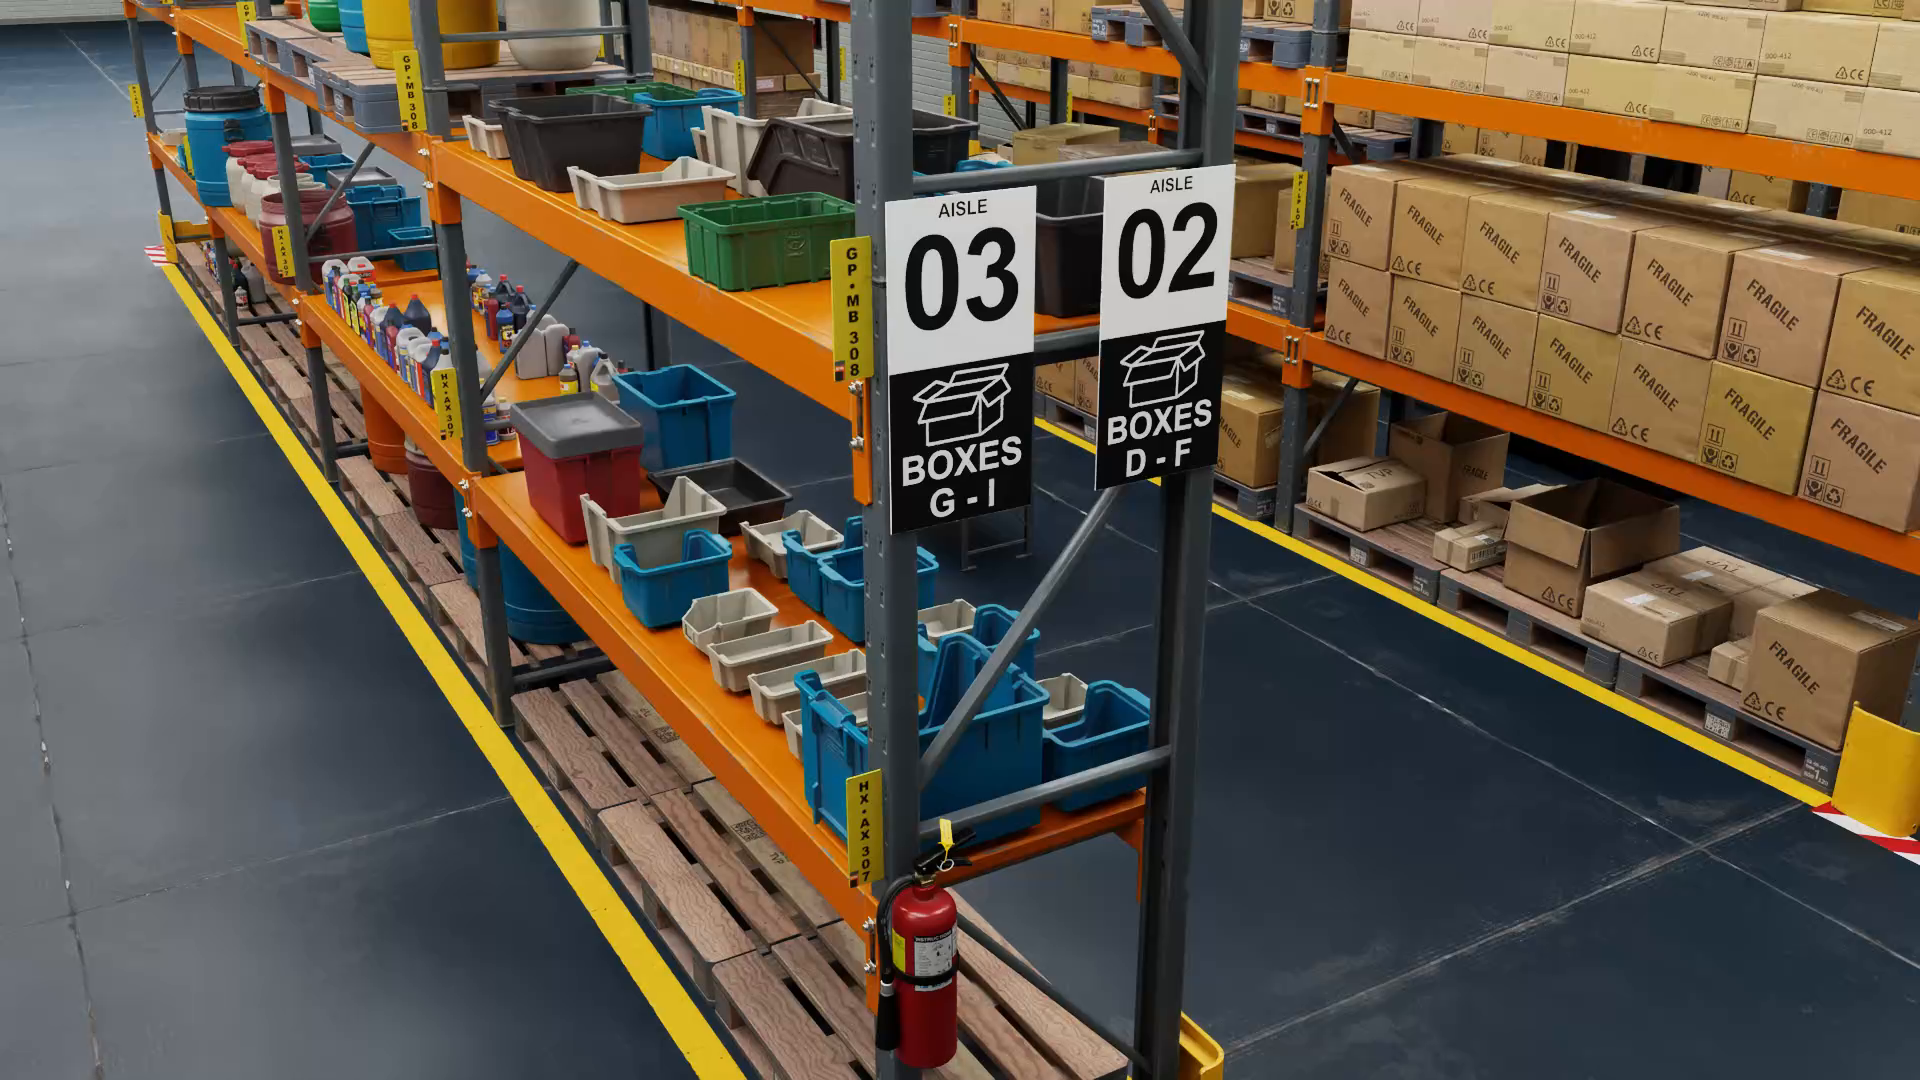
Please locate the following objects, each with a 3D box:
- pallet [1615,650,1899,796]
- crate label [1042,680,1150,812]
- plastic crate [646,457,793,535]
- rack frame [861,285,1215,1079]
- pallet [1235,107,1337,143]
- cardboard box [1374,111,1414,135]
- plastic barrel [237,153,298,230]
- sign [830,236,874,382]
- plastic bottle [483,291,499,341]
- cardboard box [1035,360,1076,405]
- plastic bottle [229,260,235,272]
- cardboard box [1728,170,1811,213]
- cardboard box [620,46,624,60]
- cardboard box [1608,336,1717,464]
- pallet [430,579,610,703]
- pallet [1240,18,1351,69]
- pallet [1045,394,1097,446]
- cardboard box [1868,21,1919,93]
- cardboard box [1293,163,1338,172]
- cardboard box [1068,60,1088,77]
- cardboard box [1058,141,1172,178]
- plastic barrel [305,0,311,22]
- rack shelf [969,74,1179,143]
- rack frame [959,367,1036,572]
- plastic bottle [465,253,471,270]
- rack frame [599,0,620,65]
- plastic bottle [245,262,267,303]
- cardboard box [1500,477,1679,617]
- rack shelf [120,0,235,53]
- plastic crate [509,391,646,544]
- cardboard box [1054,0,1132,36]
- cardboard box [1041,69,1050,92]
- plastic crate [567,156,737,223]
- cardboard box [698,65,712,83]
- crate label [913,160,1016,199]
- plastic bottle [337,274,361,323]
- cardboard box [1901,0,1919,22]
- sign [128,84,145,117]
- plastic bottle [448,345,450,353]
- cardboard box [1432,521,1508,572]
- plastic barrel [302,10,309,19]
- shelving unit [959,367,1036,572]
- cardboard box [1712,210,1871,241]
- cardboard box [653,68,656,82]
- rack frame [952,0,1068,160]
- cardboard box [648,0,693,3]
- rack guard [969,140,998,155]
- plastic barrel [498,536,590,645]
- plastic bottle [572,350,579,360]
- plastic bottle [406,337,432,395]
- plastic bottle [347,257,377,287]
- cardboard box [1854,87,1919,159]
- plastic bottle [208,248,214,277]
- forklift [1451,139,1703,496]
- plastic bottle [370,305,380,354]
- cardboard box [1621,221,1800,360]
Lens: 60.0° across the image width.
[{"bbox_3d":[4.034,0.767,8.144,1.003,0.211,1.213,-13,25,-28],"label":"pallet"},{"bbox_3d":[0.378,0.616,4.955,0.416,0.233,0.303,-13,25,-28],"label":"crate label"},{"bbox_3d":[-1.020,-0.175,7.045,0.437,0.125,0.590,-13,25,-28],"label":"plastic crate"},{"bbox_3d":[0.221,0.709,4.583,1.000,3.000,0.127,-13,25,-28],"label":"rack frame"},{"bbox_3d":[3.605,-4.330,17.235,1.003,0.211,1.213,-13,25,-28],"label":"pallet"},{"bbox_3d":[4.403,-4.186,15.910,0.700,0.500,0.500,-16,27,-34],"label":"cardboard box"},{"bbox_3d":[-5.234,-2.649,12.664,0.433,0.535,0.433,0,22,0],"label":"plastic barrel"},{"bbox_3d":[-0.244,-0.521,3.764,0.100,0.325,0.005,-13,25,-28],"label":"sign"},{"bbox_3d":[-2.738,-1.320,9.730,0.061,0.283,0.133,-13,25,-28],"label":"plastic bottle"},{"bbox_3d":[0.906,-1.344,12.369,0.500,0.500,0.500,-13,25,-29],"label":"cardboard box"},{"bbox_3d":[-6.584,-2.367,15.085,0.144,0.351,0.185,-14,26,-31],"label":"plastic bottle"},{"bbox_3d":[6.242,-2.785,12.626,0.500,0.500,0.500,-13,26,-29],"label":"cardboard box"},{"bbox_3d":[-3.677,-5.600,19.111,0.380,0.149,0.250,-13,25,-29],"label":"cardboard box"},{"bbox_3d":[3.500,-0.711,7.944,0.500,0.500,0.500,-12,25,-28],"label":"cardboard box"},{"bbox_3d":[-2.181,0.449,8.928,1.003,0.211,1.213,-13,25,-28],"label":"pallet"},{"bbox_3d":[2.165,-3.064,10.133,1.213,0.211,1.003,-13,25,-28],"label":"pallet"},{"bbox_3d":[1.363,-0.897,12.237,1.003,0.211,1.213,-13,25,-28],"label":"pallet"},{"bbox_3d":[4.000,-1.911,6.581,0.500,0.250,0.500,-13,25,-28],"label":"cardboard box"},{"bbox_3d":[3.735,-3.764,17.328,0.500,0.250,0.500,-13,25,-28],"label":"cardboard box"},{"bbox_3d":[1.593,-5.787,19.742,0.500,0.500,0.500,-13,26,-30],"label":"cardboard box"},{"bbox_3d":[1.116,-2.558,11.930,0.700,0.500,0.500,-8,23,-18],"label":"cardboard box"},{"bbox_3d":[-3.578,-3.479,9.776,0.600,0.830,0.708,-13,25,-28],"label":"plastic barrel"},{"bbox_3d":[1.587,-5.395,20.556,1.077,0.370,4.000,-13,25,-28],"label":"rack shelf"},{"bbox_3d":[0.216,-0.558,9.692,0.500,1.500,0.032,-13,25,-28],"label":"rack frame"},{"bbox_3d":[-3.174,-1.703,10.672,0.061,0.283,0.133,-13,25,-28],"label":"plastic bottle"},{"bbox_3d":[-3.692,-5.422,19.666,1.000,3.000,0.127,-13,25,-28],"label":"rack frame"},{"bbox_3d":[-6.362,-2.333,15.000,0.144,0.351,0.185,-13,25,-28],"label":"plastic bottle"},{"bbox_3d":[3.402,0.023,9.003,0.797,0.503,0.637,-13,25,-28],"label":"cardboard box"},{"bbox_3d":[-6.930,-4.879,15.303,1.077,0.370,4.000,-13,25,-28],"label":"rack shelf"},{"bbox_3d":[-1.582,-0.306,6.915,0.402,0.464,0.583,-13,25,-28],"label":"plastic crate"},{"bbox_3d":[1.173,-3.800,11.560,0.910,0.500,0.500,-13,25,-28],"label":"cardboard box"},{"bbox_3d":[1.330,-5.601,20.280,0.500,0.250,0.500,-12,25,-28],"label":"cardboard box"},{"bbox_3d":[-1.048,-1.179,5.596,0.437,0.136,0.530,-13,25,-28],"label":"plastic crate"},{"bbox_3d":[-2.490,-4.850,17.266,0.380,0.149,0.250,-13,25,-28],"label":"cardboard box"},{"bbox_3d":[0.027,-0.972,4.934,0.408,0.251,0.502,-13,25,-28],"label":"crate label"},{"bbox_3d":[-3.686,-1.471,10.111,0.152,0.276,0.135,-13,25,-28],"label":"plastic bottle"},{"bbox_3d":[4.205,-2.304,6.553,0.700,0.500,0.500,-13,25,-28],"label":"cardboard box"},{"bbox_3d":[-8.427,-4.494,17.016,0.100,0.325,0.005,-13,25,-28],"label":"sign"},{"bbox_3d":[-2.648,-0.903,8.720,0.097,0.271,0.097,0,22,0],"label":"plastic bottle"},{"bbox_3d":[2.917,0.027,9.439,0.380,0.166,0.250,-13,25,-28],"label":"cardboard box"},{"bbox_3d":[-4.036,-3.268,10.591,0.294,0.245,0.294,0,22,0],"label":"plastic barrel"},{"bbox_3d":[-0.044,-0.722,10.097,0.538,1.500,1.048,-13,25,-28],"label":"shelving unit"},{"bbox_3d":[3.956,-1.277,8.008,0.500,0.500,0.500,-12,25,-28],"label":"cardboard box"},{"bbox_3d":[-3.192,-5.145,18.854,0.700,0.500,0.500,-12,25,-27],"label":"cardboard box"},{"bbox_3d":[0.395,-2.832,13.295,1.000,3.000,0.127,-13,25,-28],"label":"rack frame"},{"bbox_3d":[-3.437,-5.898,18.983,0.700,0.500,0.500,-13,25,-28],"label":"cardboard box"},{"bbox_3d":[0.604,-5.193,22.424,1.175,0.500,0.348,-13,25,-28],"label":"rack guard"},{"bbox_3d":[-2.086,0.013,8.526,0.600,0.901,0.708,-13,25,-28],"label":"plastic barrel"},{"bbox_3d":[-2.004,-0.909,8.829,0.097,0.201,0.097,0,22,0],"label":"plastic bottle"},{"bbox_3d":[-2.814,-0.918,8.752,0.152,0.276,0.135,-13,25,-28],"label":"plastic bottle"},{"bbox_3d":[-3.792,-1.650,10.552,0.152,0.276,0.135,-13,25,-28],"label":"plastic bottle"},{"bbox_3d":[3.992,-1.678,6.672,0.500,0.250,0.500,-13,25,-28],"label":"cardboard box"},{"bbox_3d":[-7.119,-2.652,15.892,0.097,0.271,0.097,0,22,0],"label":"plastic bottle"},{"bbox_3d":[4.277,-2.158,11.729,1.130,2.935,3.031,-12,25,-27],"label":"forklift"},{"bbox_3d":[-3.297,-1.202,9.456,0.097,0.271,0.097,0,22,0],"label":"plastic bottle"},{"bbox_3d":[3.490,-1.173,7.754,0.500,0.500,0.500,-12,25,-27],"label":"cardboard box"}]
